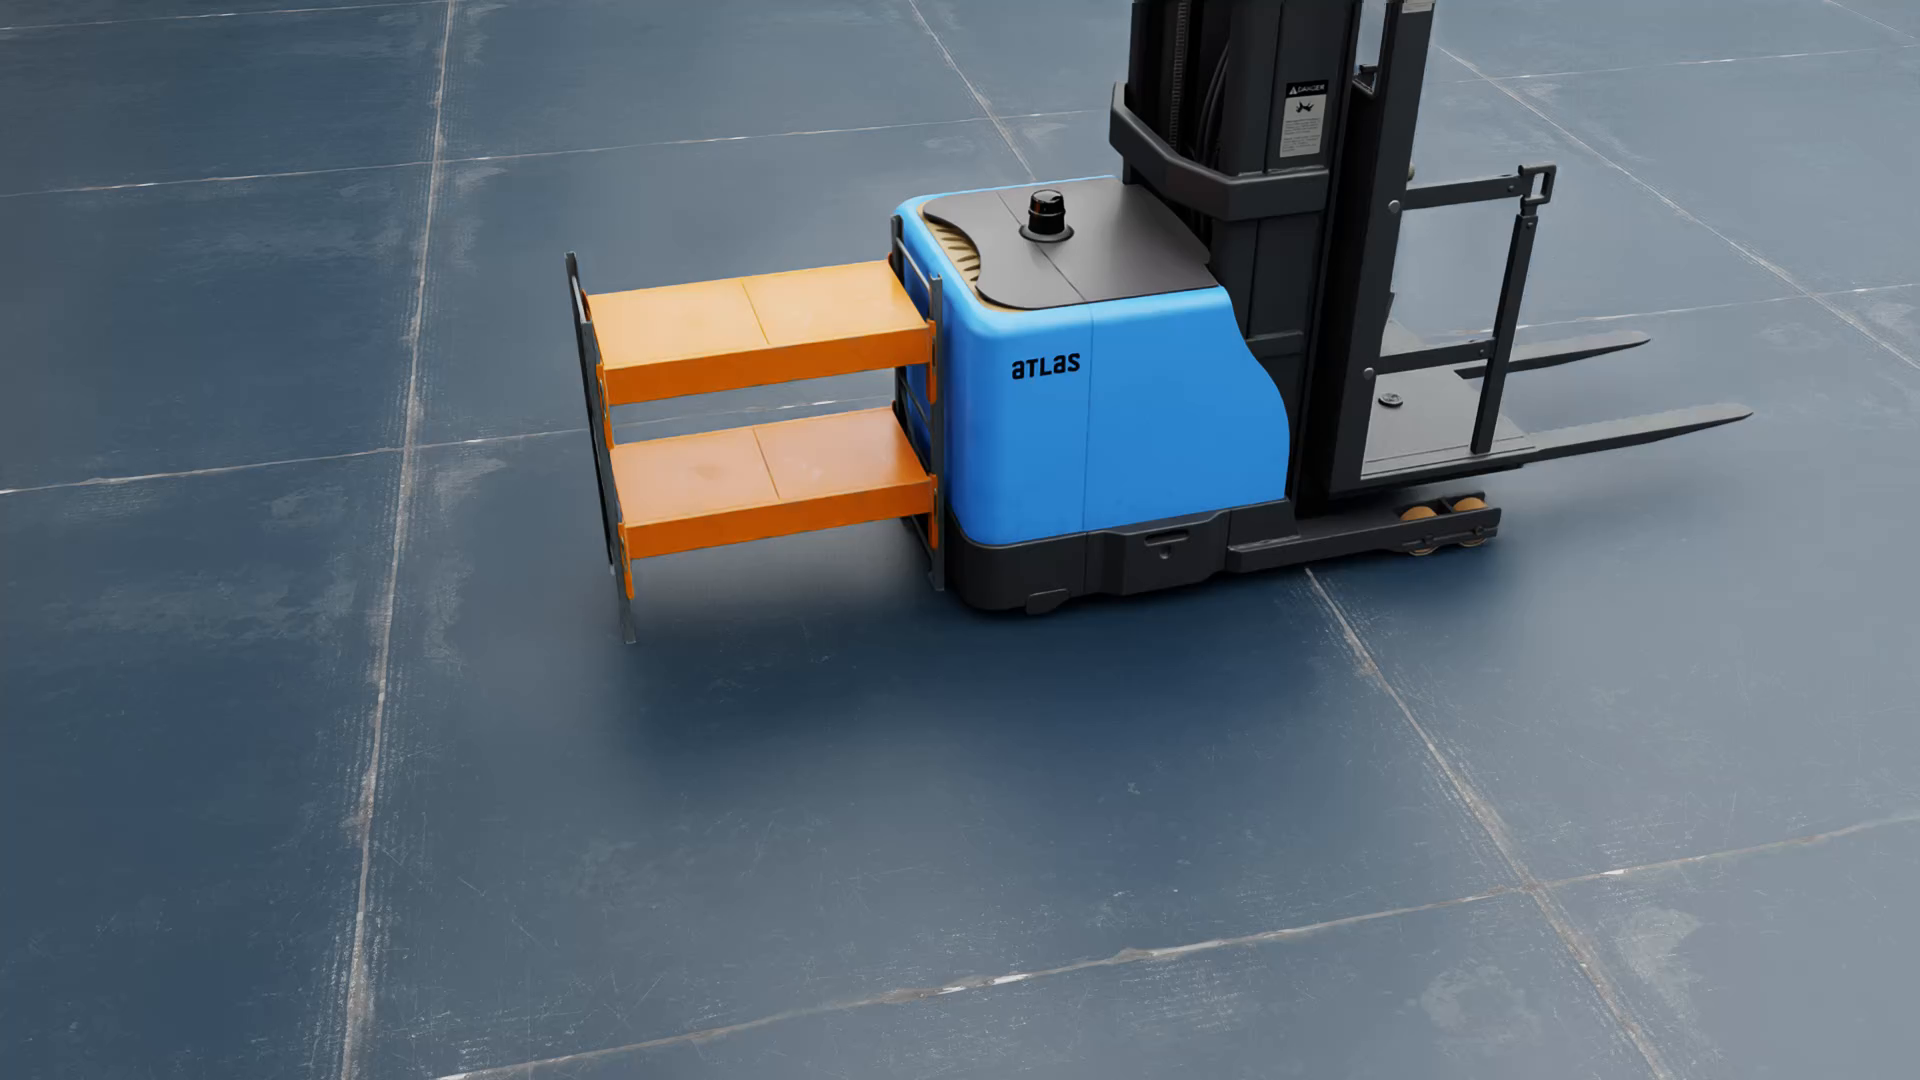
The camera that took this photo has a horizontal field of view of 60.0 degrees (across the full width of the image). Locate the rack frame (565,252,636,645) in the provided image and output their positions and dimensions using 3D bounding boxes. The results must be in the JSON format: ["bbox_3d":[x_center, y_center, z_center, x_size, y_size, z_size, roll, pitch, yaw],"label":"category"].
[{"bbox_3d":[-1.110,-0.270,5.143,0.032,1.125,0.500,-9,35,-14],"label":"rack frame"}]

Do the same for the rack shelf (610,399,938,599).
[{"bbox_3d":[-0.622,-0.147,5.399,1.000,0.278,0.538,-9,35,-14],"label":"rack shelf"}]

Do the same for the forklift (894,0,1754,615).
[{"bbox_3d":[1.341,-1.436,5.260,3.031,2.935,1.130,-9,35,-14],"label":"forklift"}]

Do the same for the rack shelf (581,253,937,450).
[{"bbox_3d":[-0.622,-0.593,5.099,1.000,0.278,0.538,-9,35,-14],"label":"rack shelf"}]

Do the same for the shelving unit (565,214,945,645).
[{"bbox_3d":[-0.622,-0.350,5.262,1.048,1.125,0.538,-9,35,-14],"label":"shelving unit"}]

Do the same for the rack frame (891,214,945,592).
[{"bbox_3d":[-0.135,-0.430,5.381,0.032,1.125,0.500,-9,35,-14],"label":"rack frame"}]
